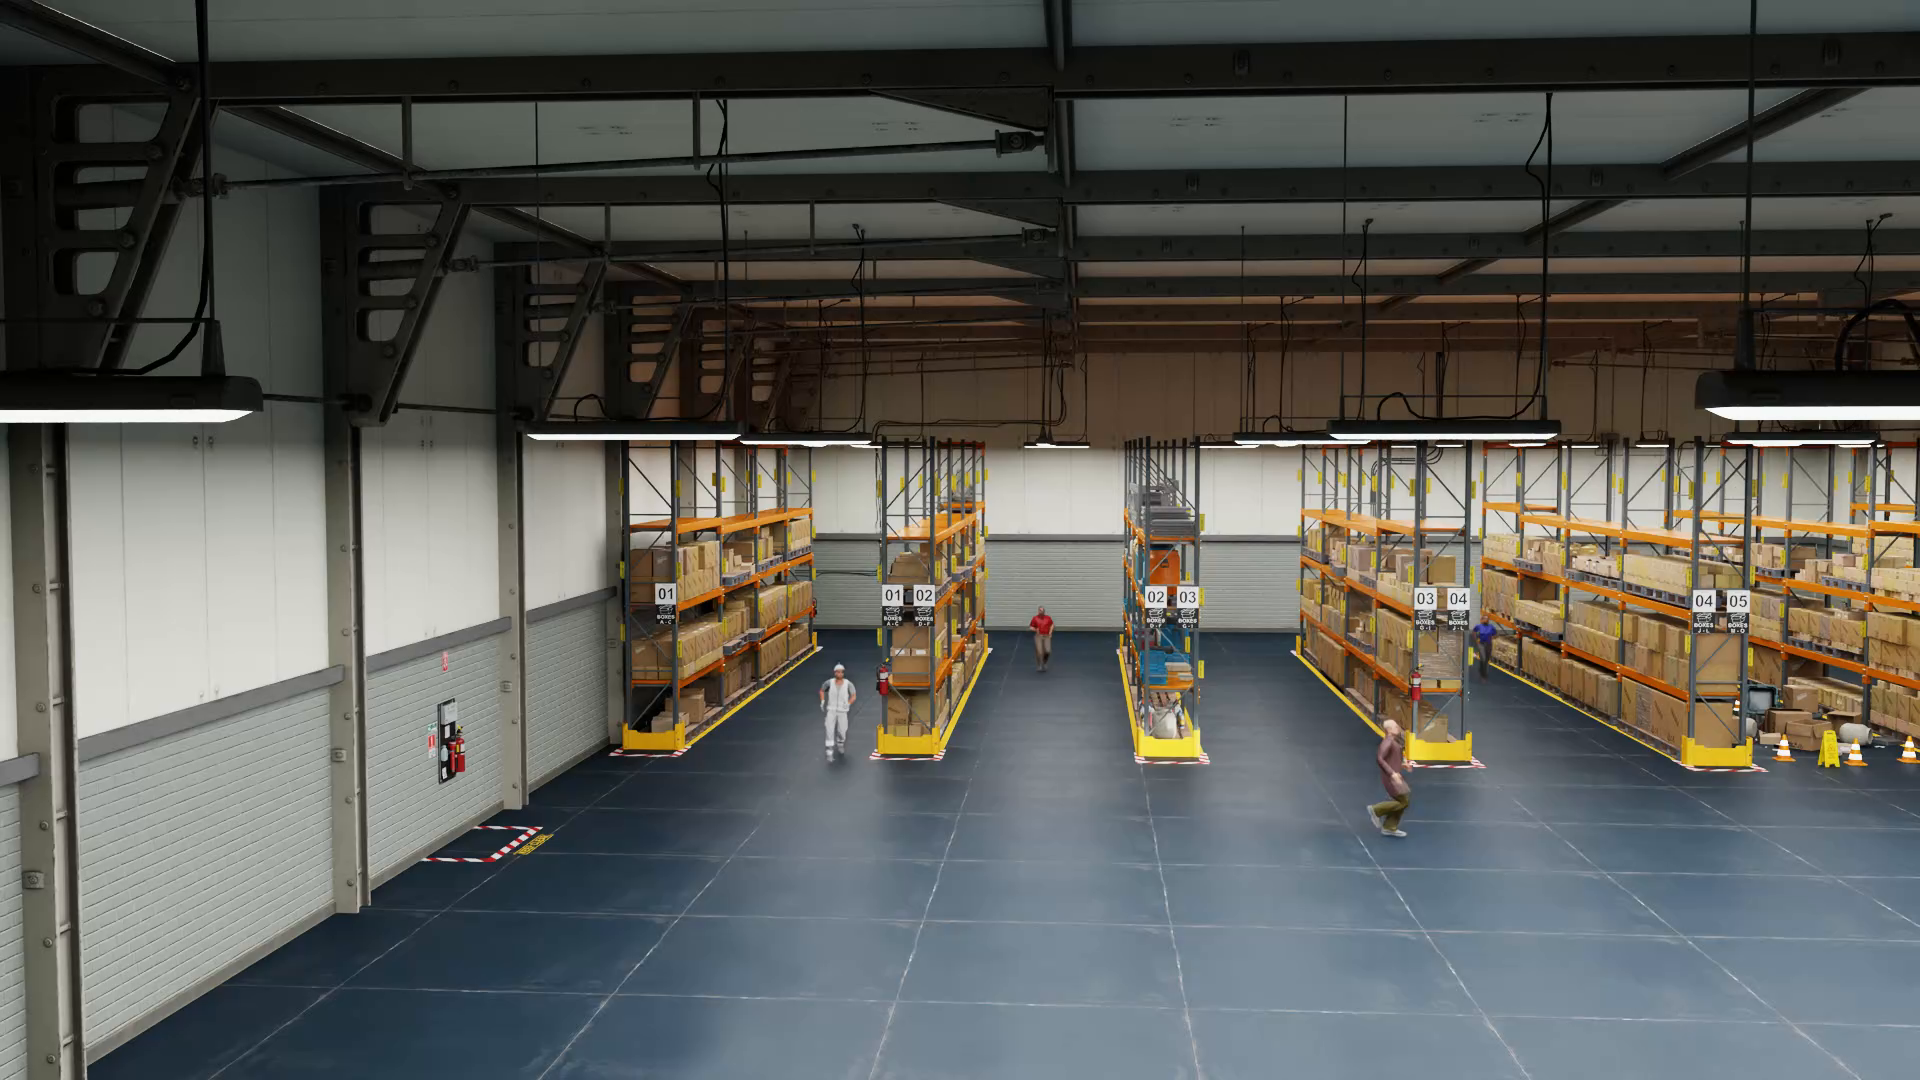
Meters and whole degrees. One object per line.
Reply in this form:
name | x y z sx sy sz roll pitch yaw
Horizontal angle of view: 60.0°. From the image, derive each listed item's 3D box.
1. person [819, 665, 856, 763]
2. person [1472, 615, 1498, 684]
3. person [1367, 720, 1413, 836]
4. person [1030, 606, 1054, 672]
person | -2.278 3.201 30.935 0.695 1.756 0.875 0 3 -2
person | 13.069 2.702 41.379 0.543 1.703 0.982 0 3 -2
person | 6.398 3.537 24.719 0.637 1.733 0.710 1 3 19
person | 2.145 2.573 43.052 0.648 1.704 0.617 0 3 -6
